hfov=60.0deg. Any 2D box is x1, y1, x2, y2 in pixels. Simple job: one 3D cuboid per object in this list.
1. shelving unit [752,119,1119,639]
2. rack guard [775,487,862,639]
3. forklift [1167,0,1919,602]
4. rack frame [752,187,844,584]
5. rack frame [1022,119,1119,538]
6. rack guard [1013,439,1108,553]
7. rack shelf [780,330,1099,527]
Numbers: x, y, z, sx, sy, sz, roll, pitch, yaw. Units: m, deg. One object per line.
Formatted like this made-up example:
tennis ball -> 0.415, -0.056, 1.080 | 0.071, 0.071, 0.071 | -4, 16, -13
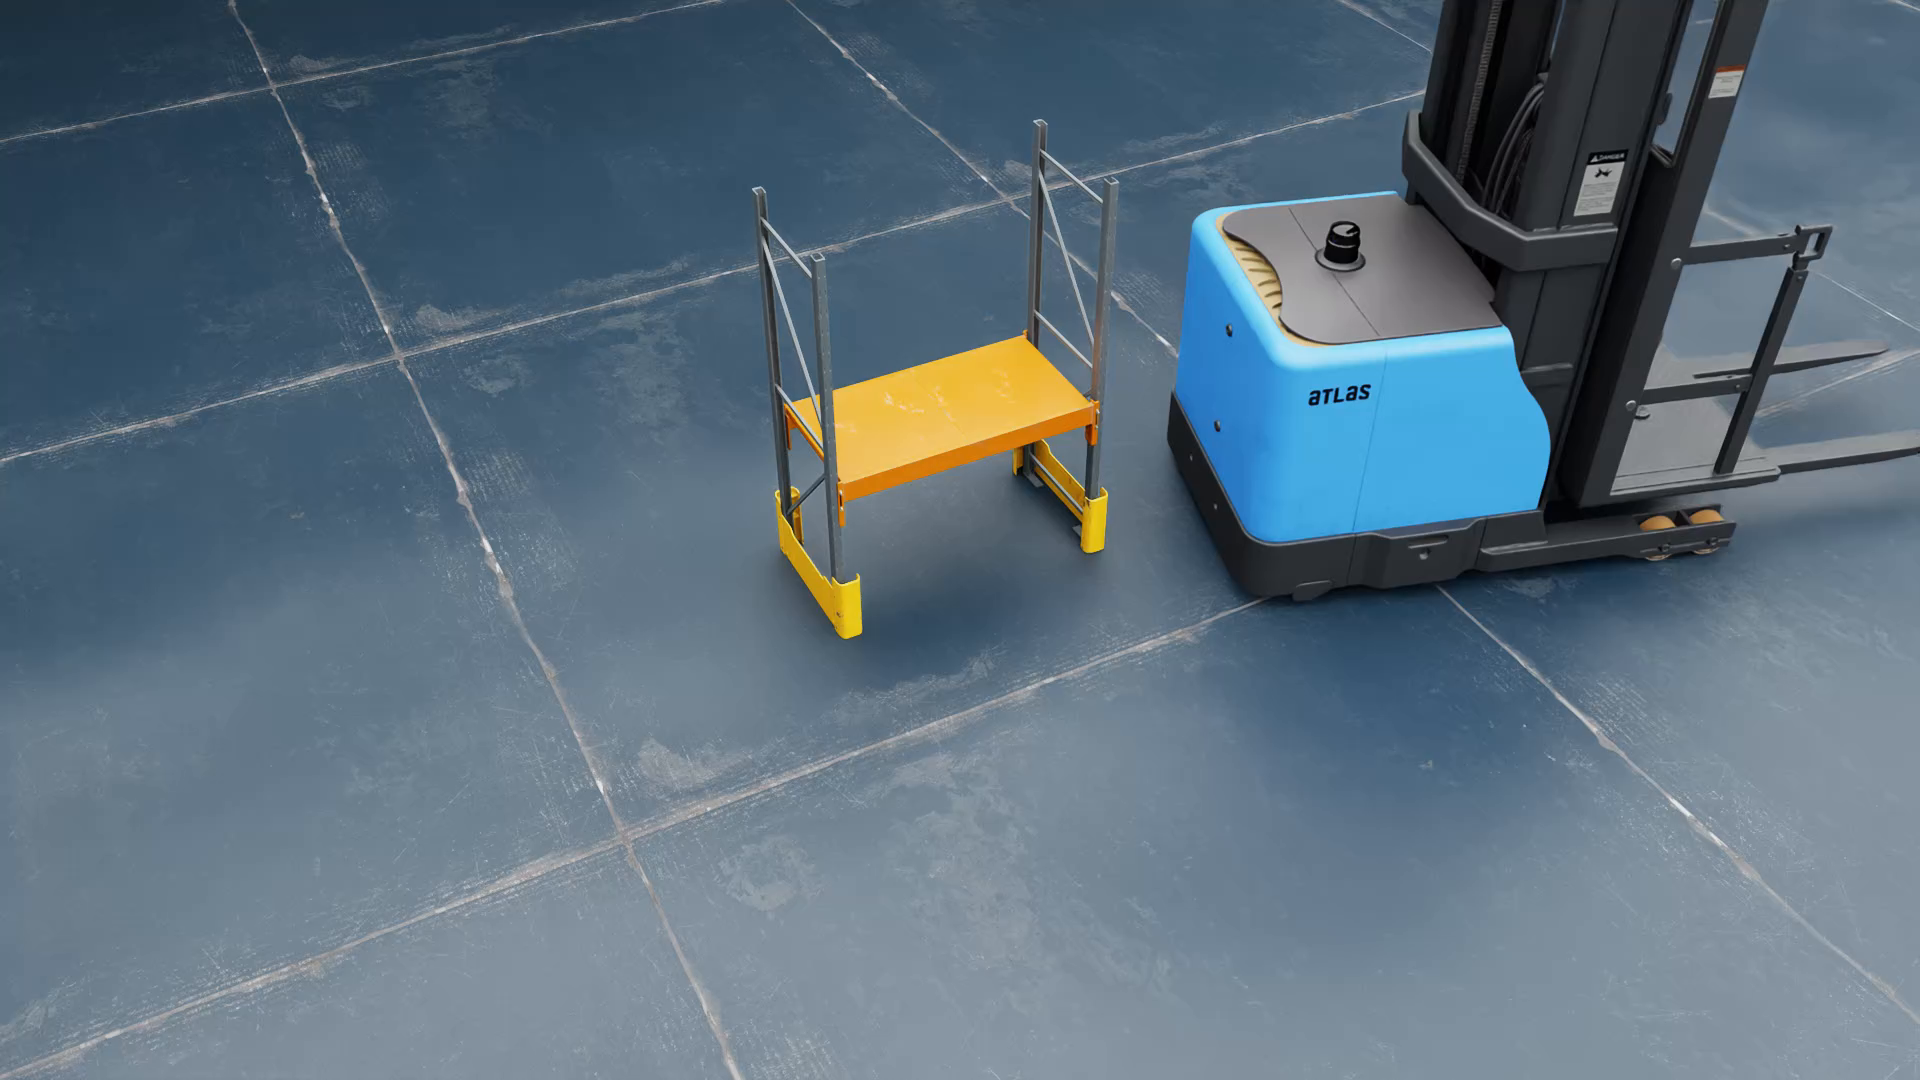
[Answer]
shelving unit -> -0.068, -0.550, 5.739 | 1.083, 1.500, 0.587 | -19, 44, -21
rack guard -> -0.509, 0.076, 5.967 | 0.087, 0.250, 0.587 | -19, 44, -21
forklift -> 2.391, -1.371, 5.601 | 3.031, 2.935, 1.130 | -7, 41, -8
rack frame -> -0.527, -0.395, 5.556 | 0.032, 1.500, 0.500 | -19, 44, -21
rack frame -> 0.375, -0.699, 5.915 | 0.032, 1.500, 0.500 | -19, 44, -21
rack guard -> 0.374, -0.221, 6.318 | 0.087, 0.250, 0.587 | -19, 44, -21
rack shelf -> -0.076, -0.410, 5.852 | 1.000, 0.185, 0.538 | -19, 44, -21
